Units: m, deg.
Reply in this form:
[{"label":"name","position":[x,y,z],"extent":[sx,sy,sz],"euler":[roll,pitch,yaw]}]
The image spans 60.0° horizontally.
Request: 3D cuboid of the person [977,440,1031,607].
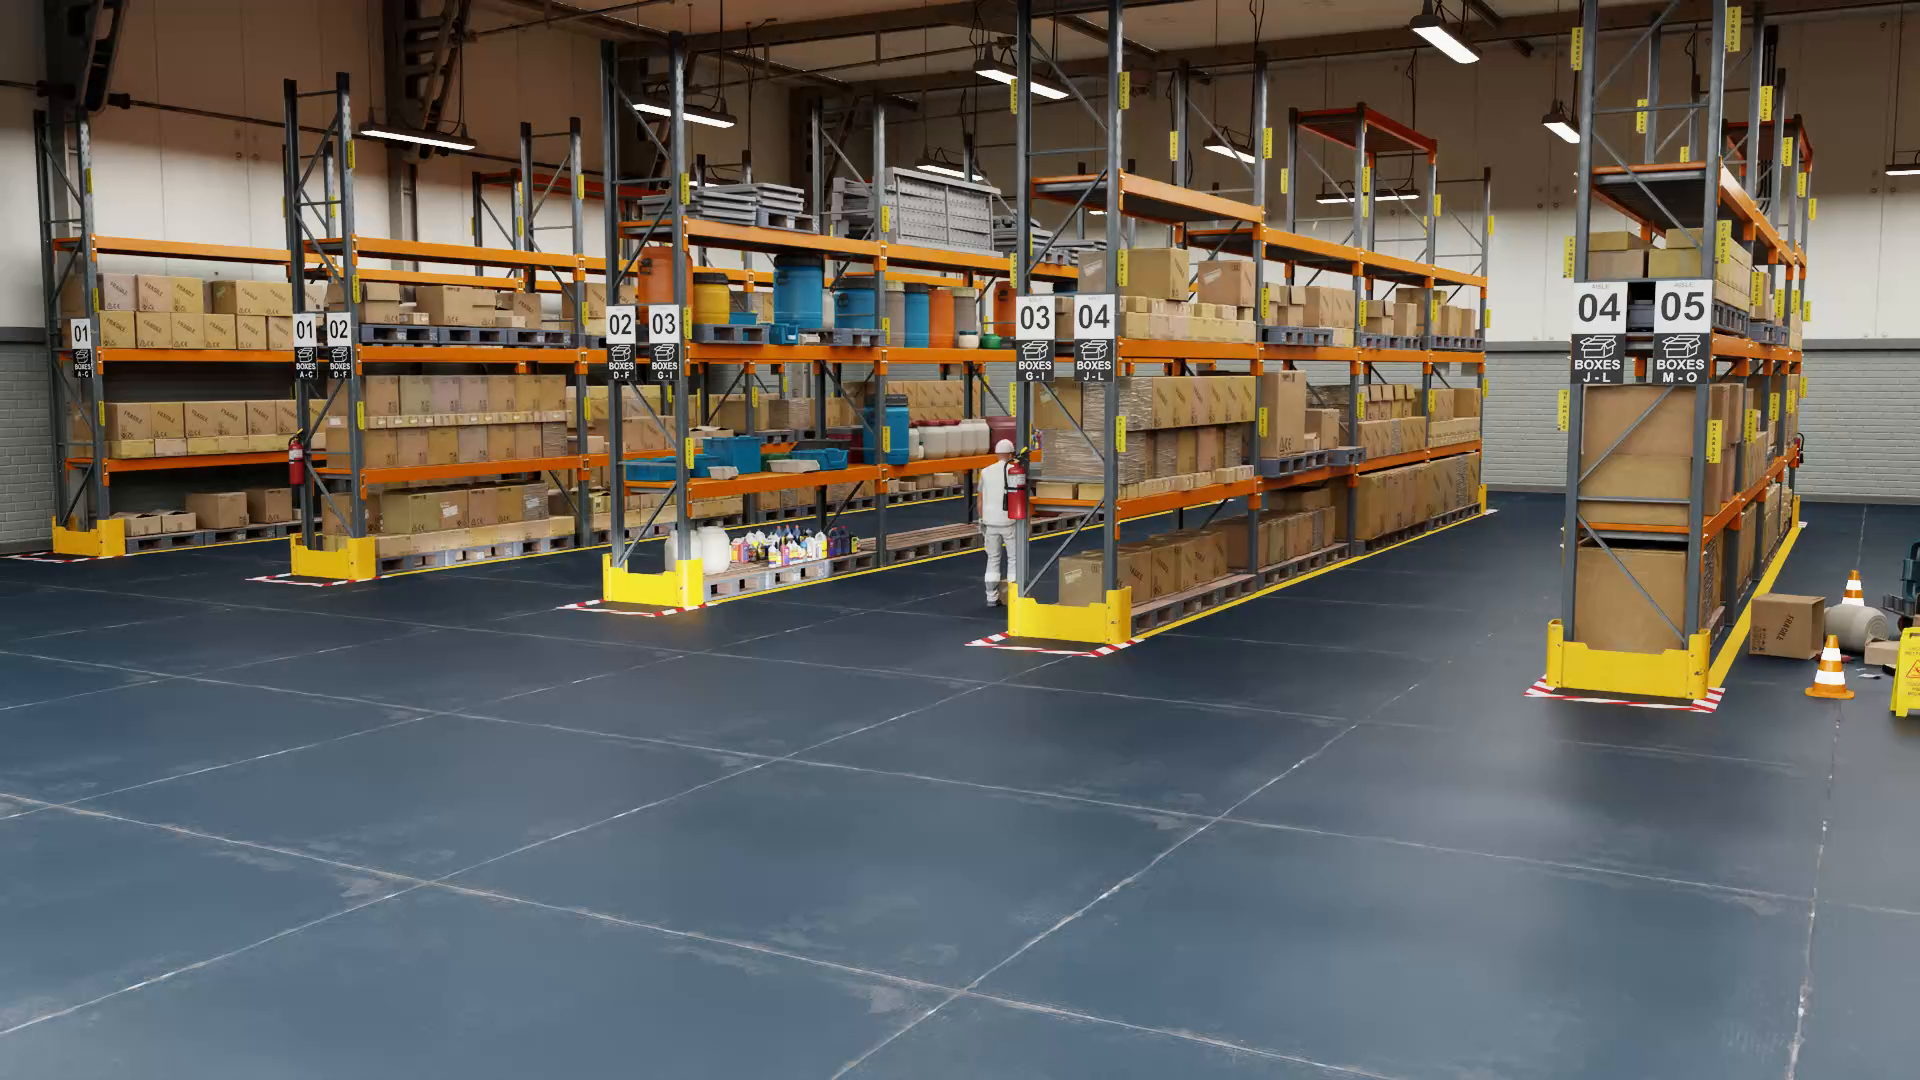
[{"label":"person","position":[0.473,-0.177,17.728],"extent":[0.609,1.779,0.454],"euler":[3,7,28]}]
